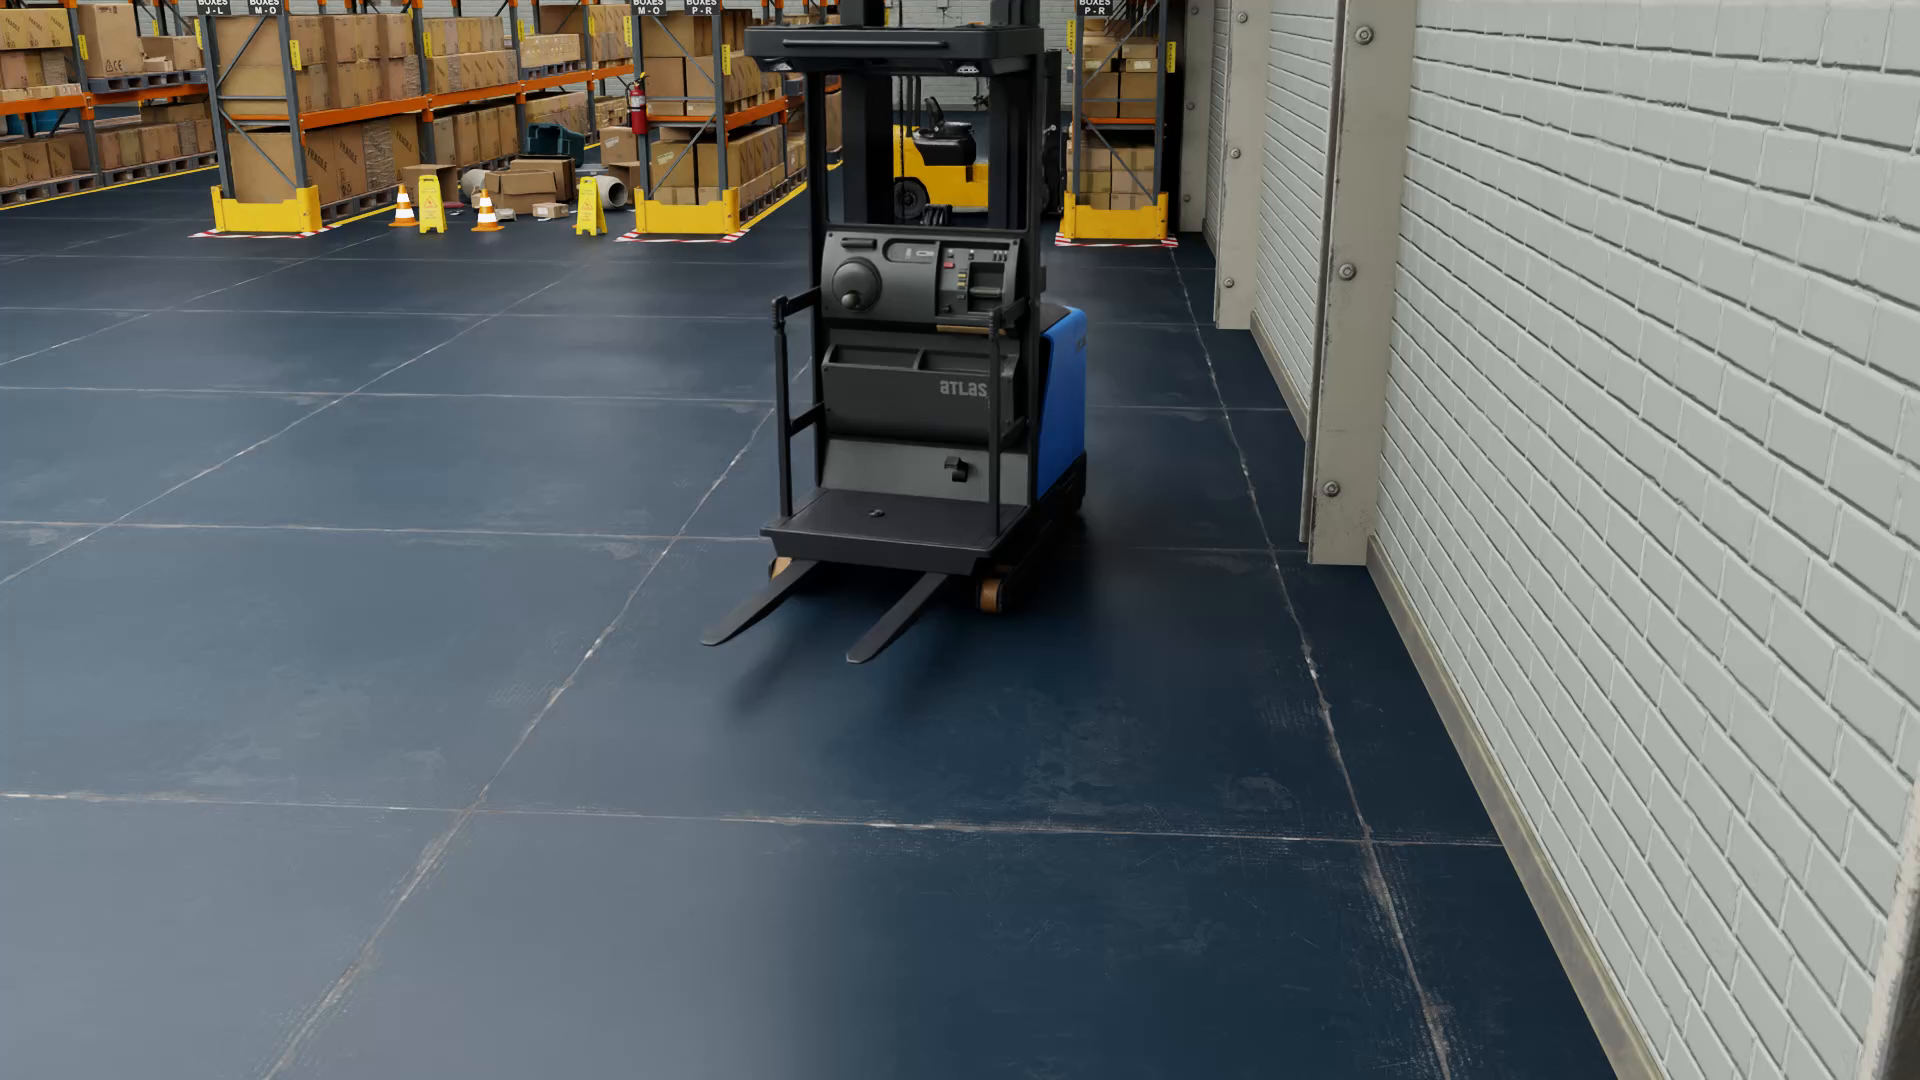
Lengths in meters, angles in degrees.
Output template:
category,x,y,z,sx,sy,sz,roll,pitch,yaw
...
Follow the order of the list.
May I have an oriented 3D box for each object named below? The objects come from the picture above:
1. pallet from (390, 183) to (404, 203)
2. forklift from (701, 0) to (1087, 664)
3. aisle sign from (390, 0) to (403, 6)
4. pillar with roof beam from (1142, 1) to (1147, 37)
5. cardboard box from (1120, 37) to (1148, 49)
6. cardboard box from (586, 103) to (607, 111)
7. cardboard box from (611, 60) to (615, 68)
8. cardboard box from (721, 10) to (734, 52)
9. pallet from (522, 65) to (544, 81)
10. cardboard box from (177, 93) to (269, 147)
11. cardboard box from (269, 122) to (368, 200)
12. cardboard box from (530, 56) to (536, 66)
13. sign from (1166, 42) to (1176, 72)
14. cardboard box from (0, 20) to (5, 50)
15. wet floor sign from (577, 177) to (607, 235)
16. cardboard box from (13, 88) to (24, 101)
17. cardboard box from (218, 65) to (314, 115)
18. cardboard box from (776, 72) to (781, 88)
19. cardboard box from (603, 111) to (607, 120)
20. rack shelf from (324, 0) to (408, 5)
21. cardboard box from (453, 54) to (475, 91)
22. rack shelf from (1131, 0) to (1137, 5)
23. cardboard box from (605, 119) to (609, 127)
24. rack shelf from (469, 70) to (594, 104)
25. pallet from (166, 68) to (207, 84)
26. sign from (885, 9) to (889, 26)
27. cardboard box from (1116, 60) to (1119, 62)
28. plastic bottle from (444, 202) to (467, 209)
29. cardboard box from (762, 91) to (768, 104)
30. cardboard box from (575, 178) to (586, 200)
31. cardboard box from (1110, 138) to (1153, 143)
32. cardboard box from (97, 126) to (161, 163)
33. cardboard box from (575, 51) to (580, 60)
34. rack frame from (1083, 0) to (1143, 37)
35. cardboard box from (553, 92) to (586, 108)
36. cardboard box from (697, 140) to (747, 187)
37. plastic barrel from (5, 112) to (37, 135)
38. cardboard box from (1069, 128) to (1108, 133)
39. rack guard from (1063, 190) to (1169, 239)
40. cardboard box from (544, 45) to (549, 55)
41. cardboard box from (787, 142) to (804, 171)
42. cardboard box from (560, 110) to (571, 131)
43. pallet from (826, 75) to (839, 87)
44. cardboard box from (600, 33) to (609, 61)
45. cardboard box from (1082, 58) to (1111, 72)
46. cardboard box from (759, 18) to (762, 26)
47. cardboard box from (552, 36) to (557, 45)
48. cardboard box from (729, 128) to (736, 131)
category,x,y,z,sx,sy,sz,roll,pitch,yaw
pallet,-7.968,-4.770,22.641,1.003,0.211,1.213,1,18,4
forklift,-0.244,-1.198,7.371,1.130,2.935,3.031,5,19,16
aisle sign,-11.611,-11.450,34.373,0.394,0.787,0.004,1,18,4
pillar with roof beam,-0.281,-13.632,35.574,9.100,9.000,0.400,1,18,4
cardboard box,2.279,-6.455,21.625,0.380,0.149,0.250,1,18,2
cardboard box,-6.987,-8.289,31.852,0.380,0.149,0.250,1,18,2
cardboard box,-6.869,-9.186,32.042,0.380,0.149,0.250,2,18,6
cardboard box,-3.207,-6.305,20.604,0.700,0.500,0.500,1,18,4
pallet,-7.604,-7.704,27.426,1.213,0.211,1.003,1,18,4
cardboard box,-12.419,-7.118,28.066,1.225,0.875,0.875,0,18,1
cardboard box,-8.079,-4.762,20.878,0.875,0.875,0.875,1,18,3
cardboard box,-7.277,-7.954,27.608,0.380,0.149,0.250,2,18,7
sign,2.327,-5.333,18.364,0.100,0.325,0.005,1,18,4
cardboard box,-12.644,-6.524,21.272,0.500,0.500,0.500,1,18,4
wet floor sign,-4.259,-3.854,19.149,0.267,0.644,0.232,8,20,23
cardboard box,-12.637,-5.892,21.990,0.380,0.149,0.250,1,18,4
cardboard box,-8.141,-5.275,19.463,0.875,0.550,0.550,1,18,4
cardboard box,-2.675,-6.296,22.181,0.500,0.500,0.500,1,18,3
cardboard box,-6.985,-8.147,31.894,0.380,0.149,0.250,0,18,1
rack shelf,-12.059,-10.661,32.480,1.077,0.370,4.000,1,18,4
cardboard box,-7.456,-6.846,24.339,0.500,0.500,0.500,1,18,4
rack shelf,2.490,-9.088,27.678,1.077,0.370,4.000,1,18,4
cardboard box,-6.962,-8.006,31.942,0.380,0.149,0.250,1,18,3
rack shelf,-7.405,-7.851,28.722,1.077,0.370,4.000,1,18,4
pallet,-12.434,-7.399,26.495,1.213,0.211,1.003,1,18,4
sign,-1.491,-10.624,33.788,0.100,0.325,0.005,1,18,4
cardboard box,2.298,-6.043,21.887,0.500,0.500,0.500,1,18,4
plastic bottle,-6.545,-4.342,21.577,0.283,0.061,0.133,-5,19,-15
cardboard box,-2.680,-5.709,21.431,0.380,0.149,0.250,1,18,3
cardboard box,-5.090,-4.746,22.481,0.258,0.266,0.396,-13,22,-34
cardboard box,2.075,-4.722,20.152,0.500,0.250,0.500,1,18,4
cardboard box,-12.617,-6.005,25.239,0.700,0.500,0.500,0,18,-1
cardboard box,-7.093,-8.767,30.089,0.380,0.149,0.250,1,18,3
rack frame,2.347,-7.383,26.138,1.000,3.000,0.127,1,18,4
cardboard box,-7.063,-7.945,29.989,0.500,0.250,0.500,1,18,2
cardboard box,-2.843,-4.509,19.904,0.500,0.500,0.500,1,18,2
plastic barrel,-17.249,-7.881,30.352,0.600,0.901,0.708,1,18,4
cardboard box,1.666,-5.207,21.632,0.500,0.250,0.500,1,18,4
rack guard,1.772,-3.703,18.922,1.175,0.500,0.348,1,18,4
cardboard box,-7.223,-8.339,28.306,0.380,0.149,0.250,1,18,3
cardboard box,-2.808,-5.588,24.204,0.950,0.372,0.625,2,18,7
cardboard box,-7.142,-7.272,29.138,0.500,0.500,0.500,1,18,3
pallet,-2.549,-7.178,25.820,1.213,0.211,1.003,1,18,4
cardboard box,-6.947,-9.305,31.365,0.500,0.500,0.500,1,18,4
cardboard box,1.519,-5.368,18.786,0.380,0.149,0.250,2,18,5
cardboard box,-3.051,-7.396,23.821,0.380,0.149,0.250,1,18,2
cardboard box,-7.190,-8.643,28.757,0.380,0.149,0.250,0,18,1
cardboard box,-3.229,-5.156,21.878,0.500,0.500,0.500,2,18,6
